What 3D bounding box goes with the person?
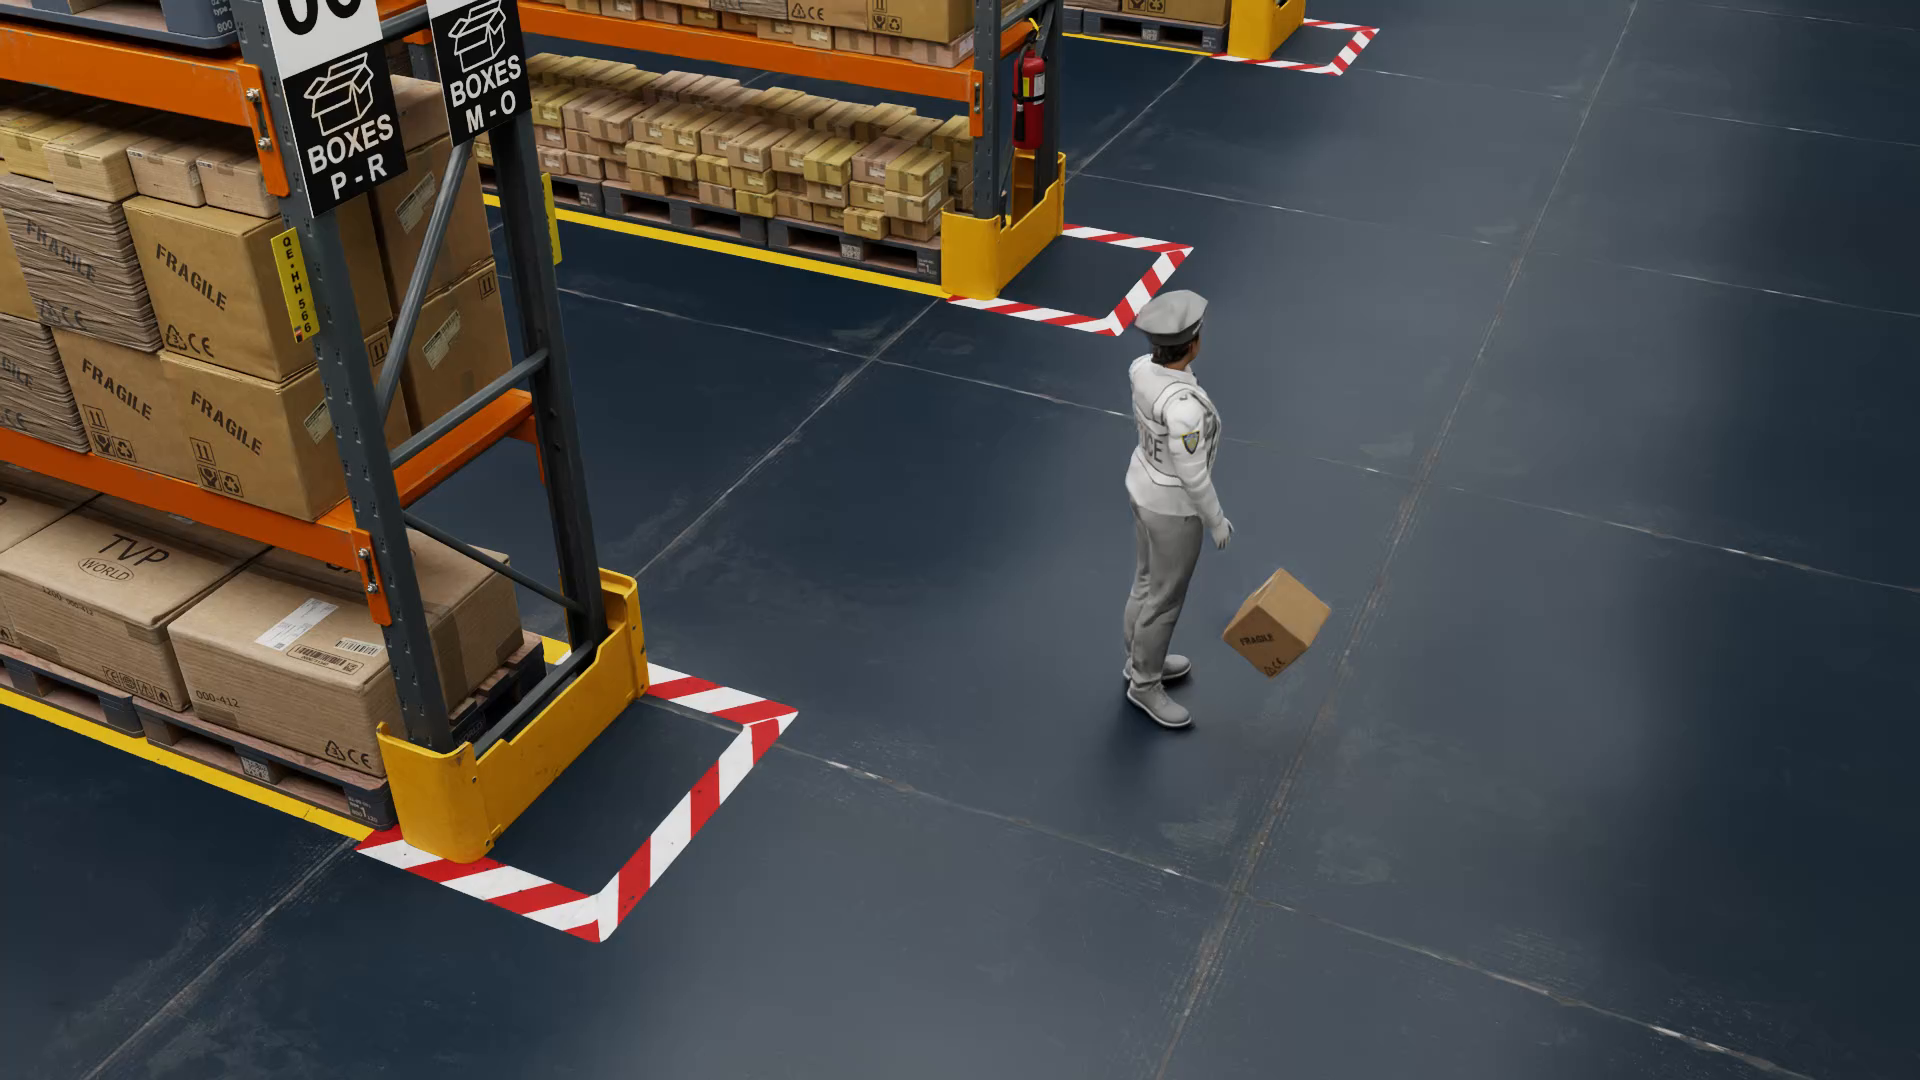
[{"bbox_3d":[0.814,-0.111,6.272,0.378,1.686,0.564,-7,35,-10],"label":"person"}]
